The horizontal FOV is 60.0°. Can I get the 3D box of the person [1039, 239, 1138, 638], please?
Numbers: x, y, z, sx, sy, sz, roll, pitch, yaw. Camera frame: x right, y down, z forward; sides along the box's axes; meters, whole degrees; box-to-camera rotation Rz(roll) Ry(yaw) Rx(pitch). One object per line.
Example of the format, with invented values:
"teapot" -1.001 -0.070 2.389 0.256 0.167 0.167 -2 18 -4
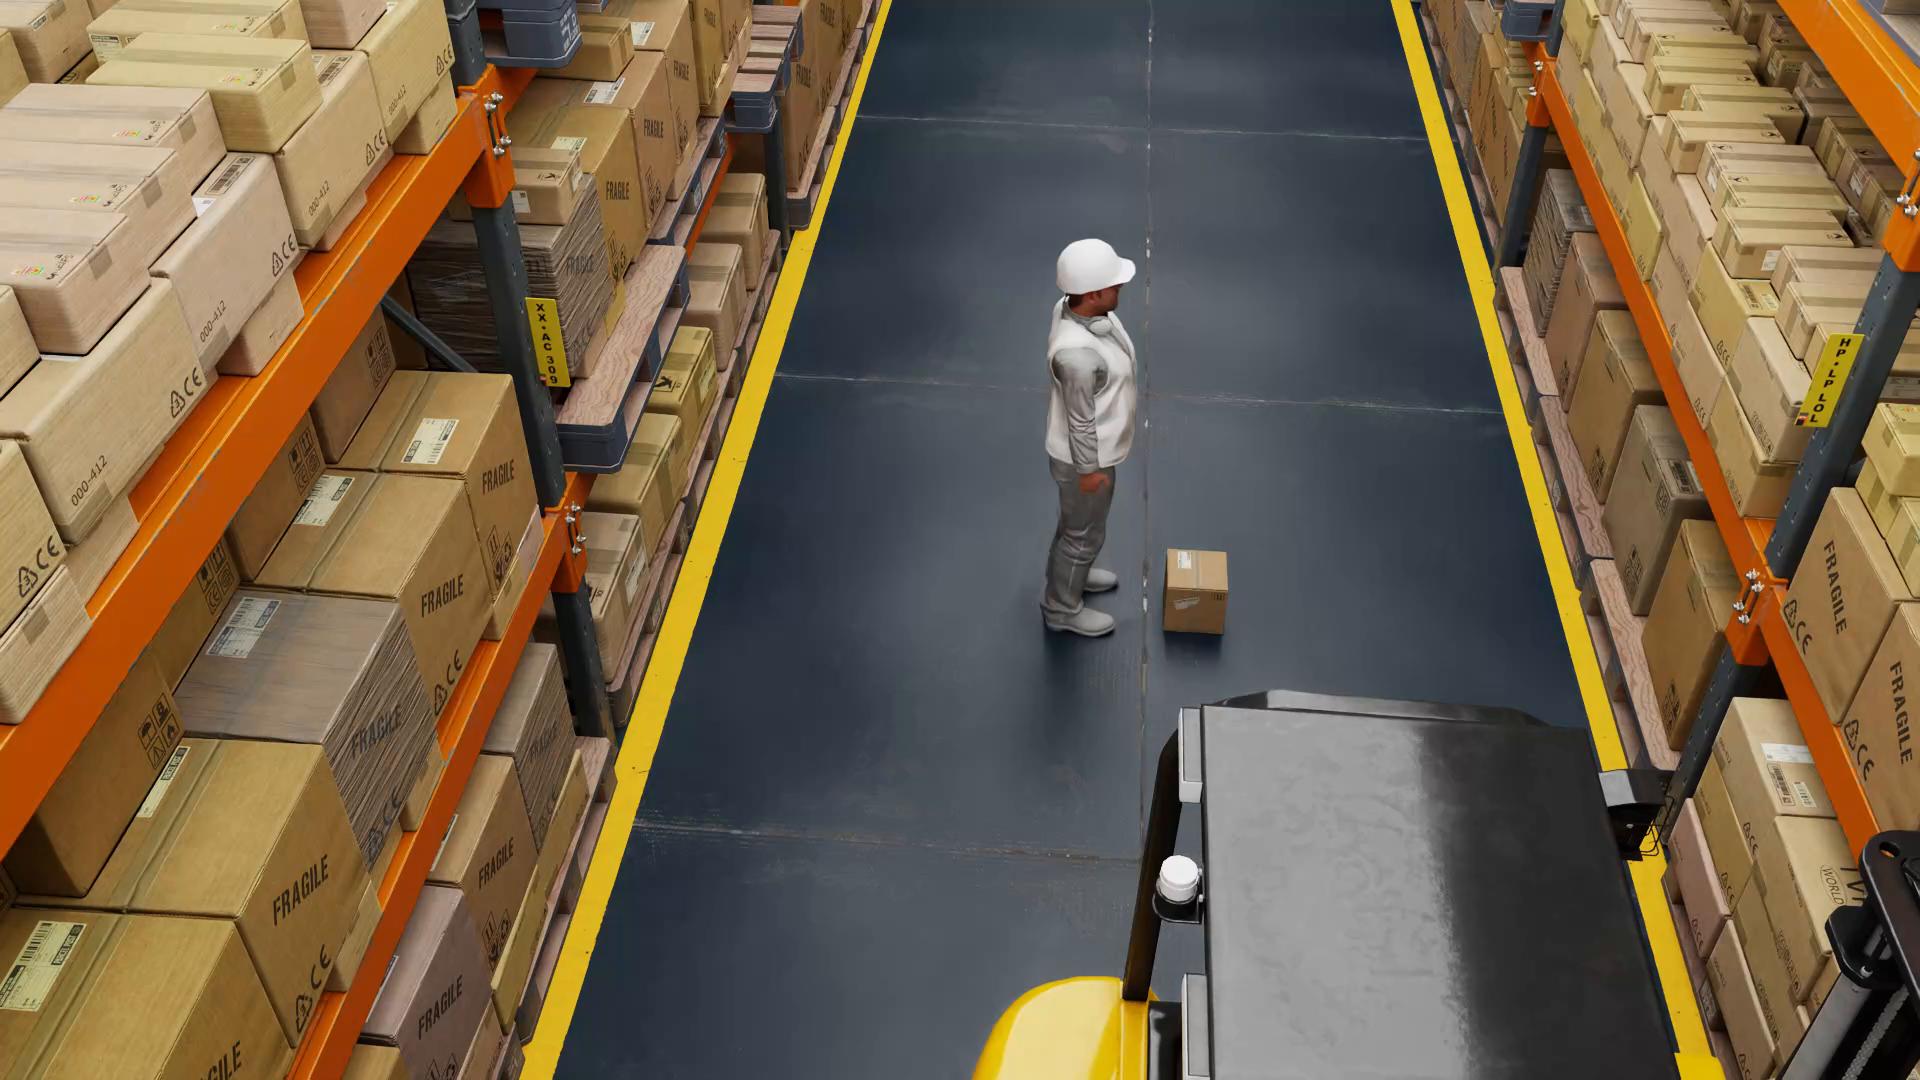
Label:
"person" 0.515 -0.405 6.623 0.358 1.769 0.531 4 40 5
